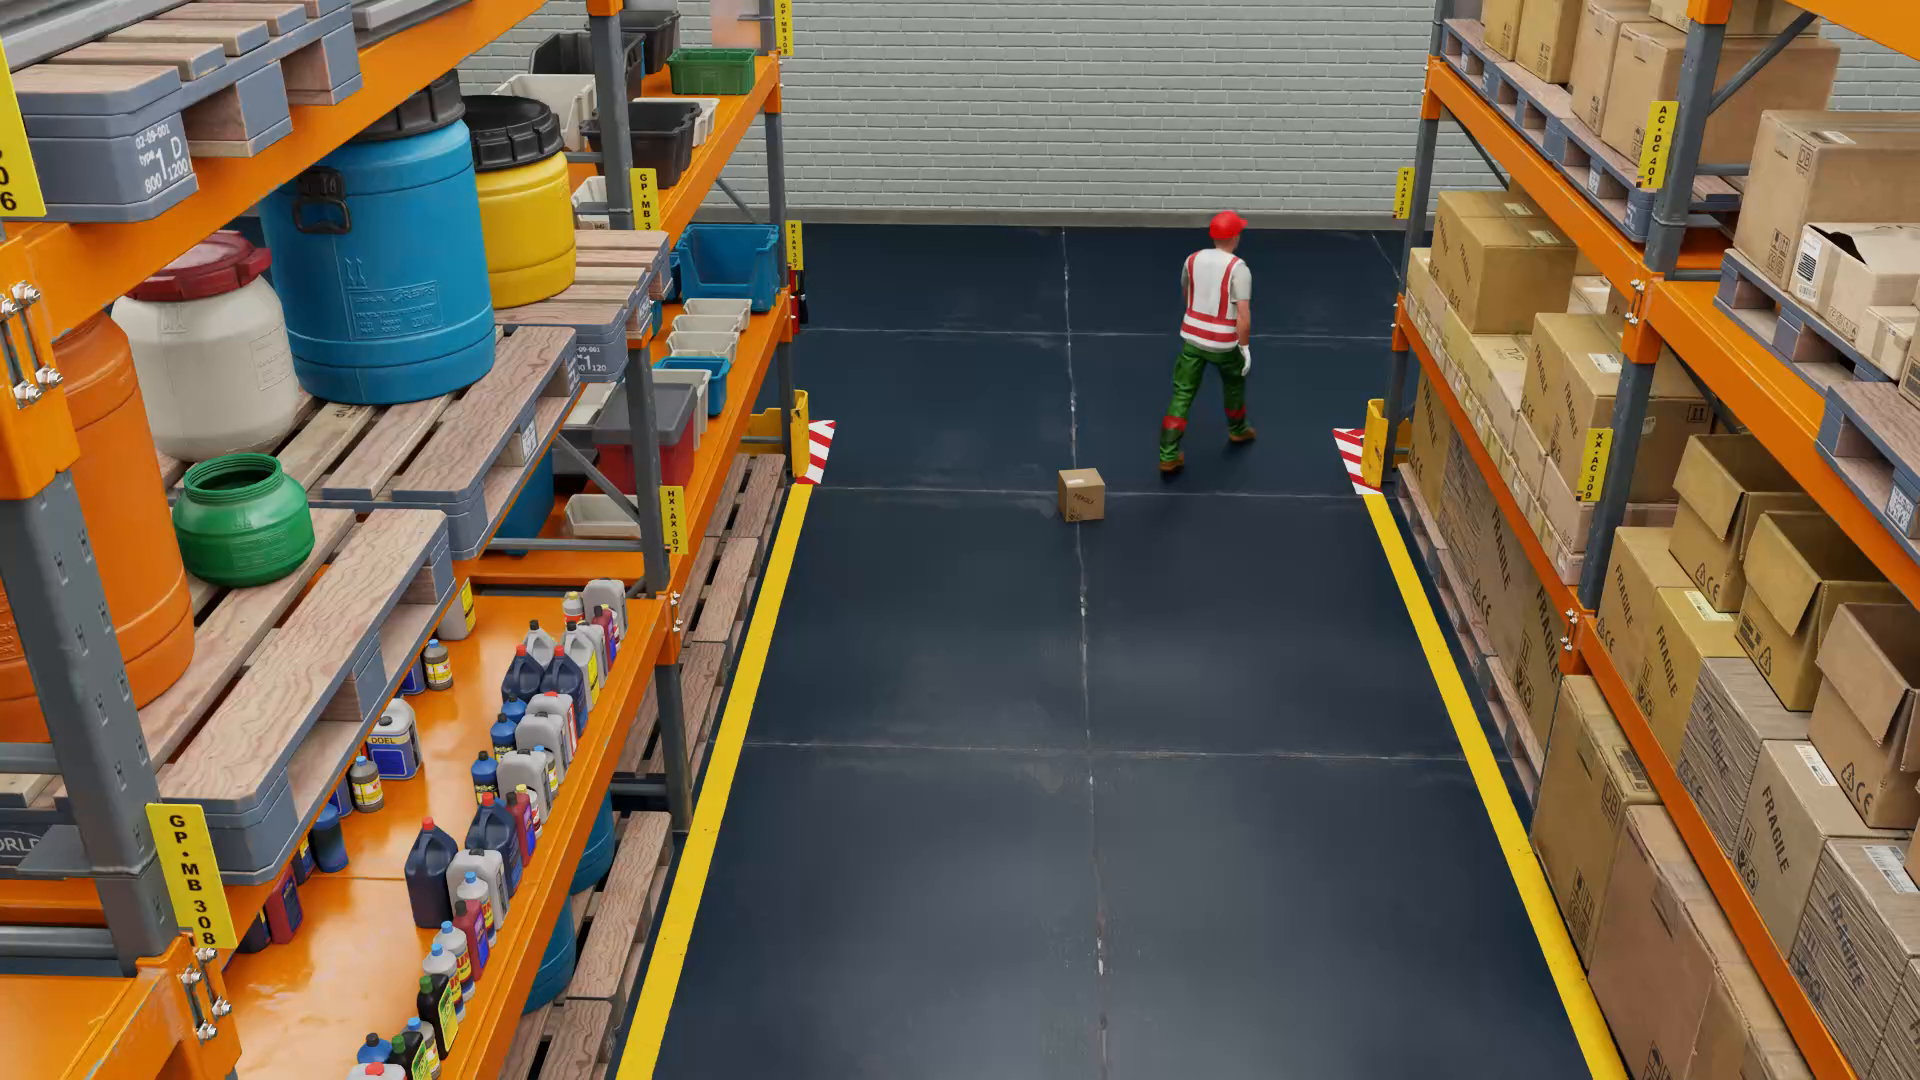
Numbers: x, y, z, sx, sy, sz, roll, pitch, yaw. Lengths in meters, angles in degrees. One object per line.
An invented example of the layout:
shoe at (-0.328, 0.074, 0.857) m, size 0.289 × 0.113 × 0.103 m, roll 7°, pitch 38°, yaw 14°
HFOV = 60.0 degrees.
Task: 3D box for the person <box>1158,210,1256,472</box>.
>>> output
person at (1.757, -1.359, 11.203) m, size 0.666 × 1.741 × 1.067 m, roll 19°, pitch 33°, yaw 31°
